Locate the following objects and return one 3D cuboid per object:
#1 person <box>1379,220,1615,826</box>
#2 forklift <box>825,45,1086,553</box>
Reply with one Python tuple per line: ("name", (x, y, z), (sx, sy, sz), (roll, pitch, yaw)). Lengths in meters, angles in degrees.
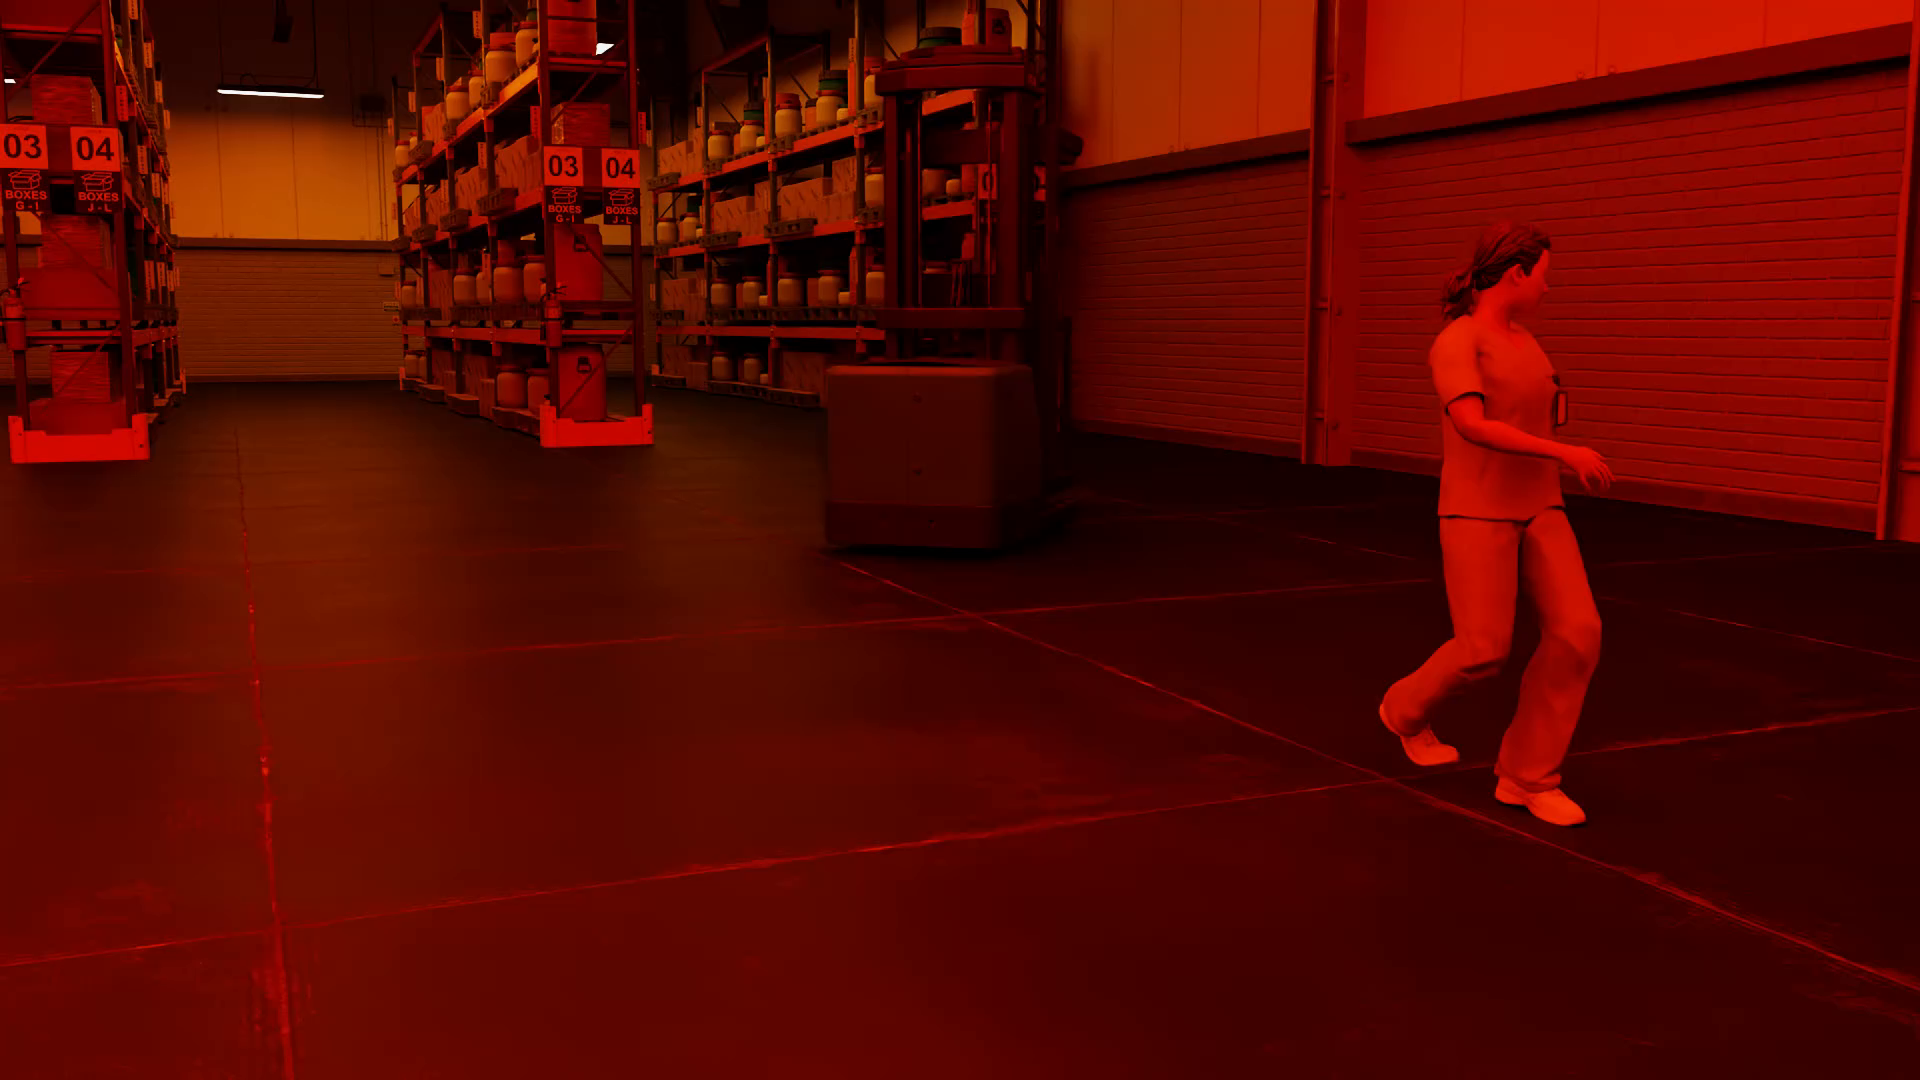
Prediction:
("person", (1.519, -0.072, 4.598), (0.543, 1.606, 0.681), (-3, 8, -22))
("forklift", (0.147, -1.537, 10.596), (1.130, 2.935, 3.031), (2, 8, 17))
